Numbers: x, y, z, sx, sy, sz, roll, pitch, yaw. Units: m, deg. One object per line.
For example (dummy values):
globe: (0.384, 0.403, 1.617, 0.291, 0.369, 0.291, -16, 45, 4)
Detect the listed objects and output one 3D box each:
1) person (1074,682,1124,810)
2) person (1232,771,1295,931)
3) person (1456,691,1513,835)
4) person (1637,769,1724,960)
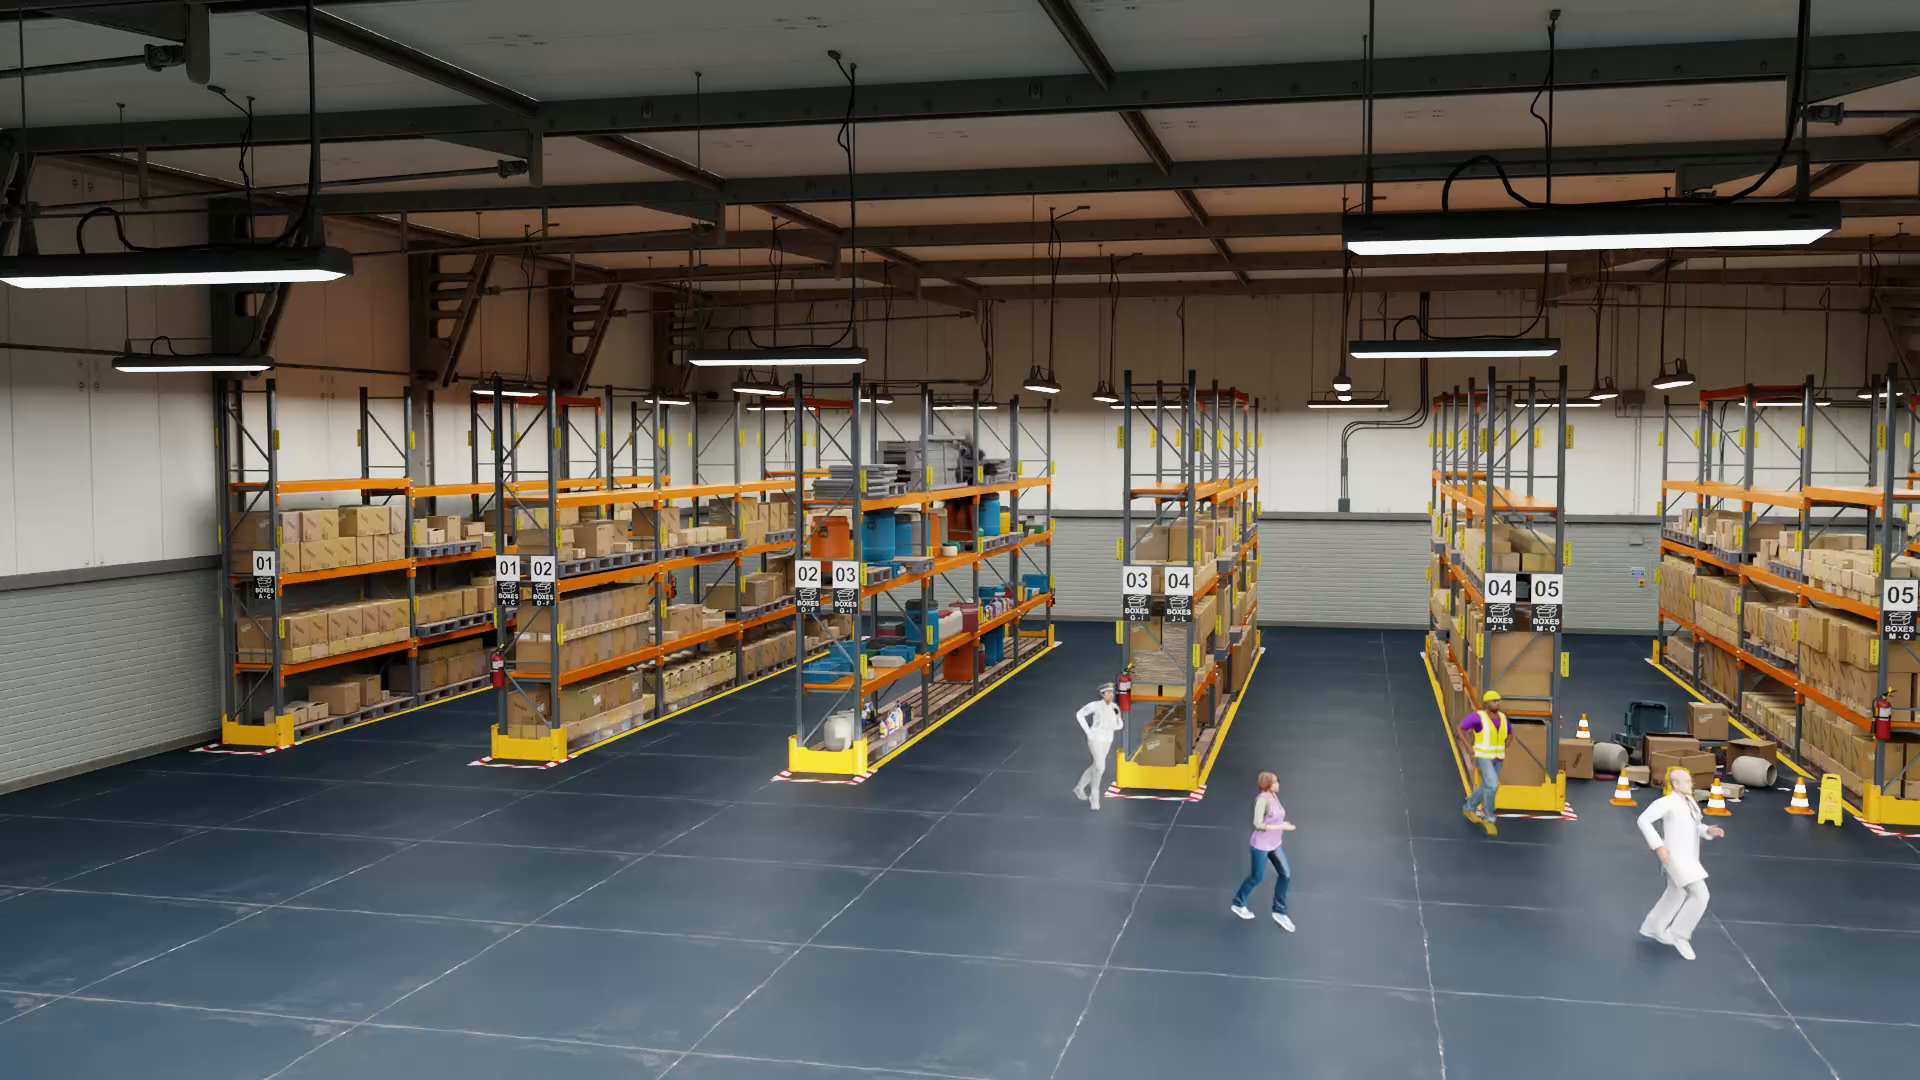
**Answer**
person: (1.915, 2.816, 22.919, 0.606, 1.750, 0.668, -2, 4, -35)
person: (3.118, 3.222, 17.063, 0.727, 1.544, 0.525, 3, 5, 41)
person: (6.807, 2.849, 21.410, 0.734, 1.843, 0.710, -1, 4, -22)
person: (7.023, 3.147, 16.204, 0.798, 1.823, 0.671, 3, 5, 44)
